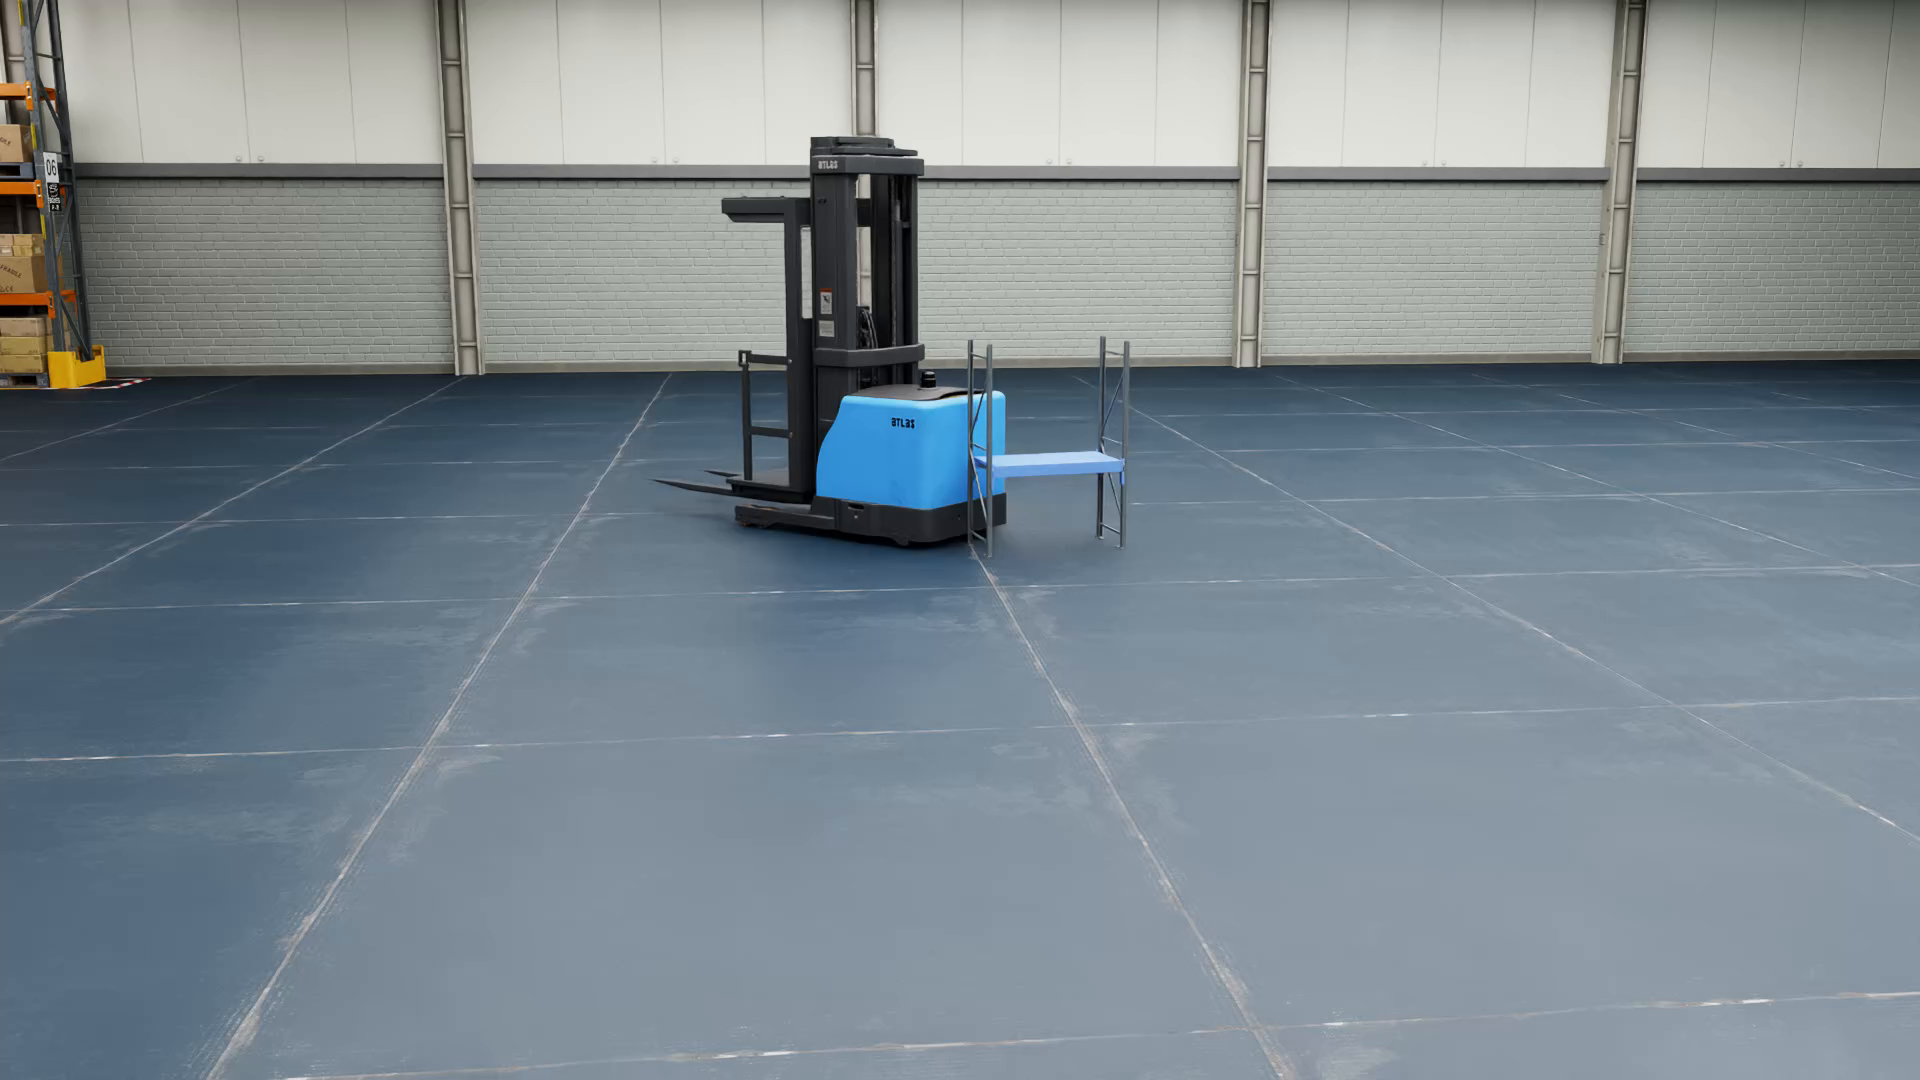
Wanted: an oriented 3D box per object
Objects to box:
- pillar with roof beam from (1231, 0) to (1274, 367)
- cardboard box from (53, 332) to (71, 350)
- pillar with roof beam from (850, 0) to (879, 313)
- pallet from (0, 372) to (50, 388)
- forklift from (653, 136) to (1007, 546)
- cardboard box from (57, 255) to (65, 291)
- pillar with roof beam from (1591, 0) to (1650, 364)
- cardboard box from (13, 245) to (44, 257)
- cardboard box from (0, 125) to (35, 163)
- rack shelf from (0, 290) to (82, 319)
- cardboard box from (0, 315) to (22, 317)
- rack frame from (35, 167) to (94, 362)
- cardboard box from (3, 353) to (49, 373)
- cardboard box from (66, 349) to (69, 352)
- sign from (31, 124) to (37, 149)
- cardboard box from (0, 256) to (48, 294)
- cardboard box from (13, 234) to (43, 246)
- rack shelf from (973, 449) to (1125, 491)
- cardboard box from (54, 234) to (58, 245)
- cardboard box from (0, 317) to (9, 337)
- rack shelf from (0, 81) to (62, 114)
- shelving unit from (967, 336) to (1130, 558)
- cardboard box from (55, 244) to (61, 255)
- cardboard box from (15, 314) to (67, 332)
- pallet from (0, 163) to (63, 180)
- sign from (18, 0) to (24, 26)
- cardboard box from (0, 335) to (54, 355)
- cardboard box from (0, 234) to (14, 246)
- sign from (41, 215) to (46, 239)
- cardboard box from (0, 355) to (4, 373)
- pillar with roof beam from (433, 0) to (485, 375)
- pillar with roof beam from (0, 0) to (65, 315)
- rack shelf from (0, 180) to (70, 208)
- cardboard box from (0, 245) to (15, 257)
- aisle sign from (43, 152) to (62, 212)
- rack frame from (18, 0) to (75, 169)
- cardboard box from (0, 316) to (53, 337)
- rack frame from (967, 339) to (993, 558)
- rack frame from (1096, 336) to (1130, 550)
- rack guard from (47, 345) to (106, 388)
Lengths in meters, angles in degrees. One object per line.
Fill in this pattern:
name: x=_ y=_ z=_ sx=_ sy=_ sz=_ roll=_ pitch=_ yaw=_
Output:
pillar with roof beam: x=5.002 y=-6.346 z=21.320 sx=0.400 sy=9.000 sz=9.100 roll=-1 pitch=11 yaw=-6
cardboard box: x=-13.058 y=-2.827 z=23.715 sx=0.500 sy=0.250 sz=0.500 roll=-1 pitch=11 yaw=-5
pillar with roof beam: x=-0.963 y=-6.221 z=20.685 sx=0.400 sy=9.000 sz=9.100 roll=-1 pitch=11 yaw=-6
pallet: x=-13.323 y=-2.303 z=23.533 sx=1.213 sy=0.211 sz=1.003 roll=-1 pitch=11 yaw=-6
forklift: x=-1.131 y=-1.596 z=12.890 sx=3.031 sy=2.935 sz=1.130 roll=8 pitch=14 yaw=36
cardboard box: x=-13.090 y=-3.787 z=23.595 sx=0.500 sy=0.500 sz=0.500 roll=-1 pitch=11 yaw=-4
pillar with roof beam: x=10.967 y=-6.471 z=21.956 sx=0.400 sy=9.000 sz=9.100 roll=-1 pitch=11 yaw=-6
cardboard box: x=-12.882 y=-4.001 z=23.003 sx=0.250 sy=0.149 sz=0.380 roll=-1 pitch=11 yaw=-5
cardboard box: x=-12.981 y=-5.415 z=22.752 sx=0.500 sy=0.500 sz=0.500 roll=-1 pitch=11 yaw=-4
rack shelf: x=-14.556 y=-3.300 z=23.243 sx=4.000 sy=0.370 sz=1.077 roll=-1 pitch=11 yaw=-6
cardboard box: x=-13.562 y=-3.057 z=23.591 sx=0.500 sy=0.250 sz=0.500 roll=-1 pitch=11 yaw=-6
rack frame: x=-12.568 y=-3.695 z=23.386 sx=0.127 sy=3.000 sz=1.000 roll=-1 pitch=11 yaw=-6
cardboard box: x=-13.001 y=-2.481 z=23.252 sx=0.500 sy=0.250 sz=0.500 roll=-1 pitch=11 yaw=-6
cardboard box: x=-13.077 y=-2.579 z=23.749 sx=0.500 sy=0.250 sz=0.500 roll=-1 pitch=11 yaw=-6
sign: x=-12.523 y=-5.458 z=22.488 sx=0.005 sy=0.325 sz=0.100 roll=-1 pitch=11 yaw=-6
cardboard box: x=-13.029 y=-3.683 z=23.068 sx=0.500 sy=0.500 sz=0.500 roll=-1 pitch=11 yaw=-7
cardboard box: x=-12.901 y=-4.160 z=23.041 sx=0.250 sy=0.149 sz=0.380 roll=-1 pitch=11 yaw=-6
rack shelf: x=0.626 y=-0.508 z=11.995 sx=1.000 sy=0.185 sz=0.538 roll=-3 pitch=12 yaw=-17
cardboard box: x=-12.925 y=-4.242 z=23.458 sx=0.250 sy=0.149 sz=0.380 roll=-1 pitch=11 yaw=-7
cardboard box: x=-13.499 y=-2.961 z=23.101 sx=0.500 sy=0.250 sz=0.500 roll=-1 pitch=11 yaw=-5
rack shelf: x=-14.556 y=-6.047 z=22.703 sx=4.000 sy=0.370 sz=1.077 roll=-1 pitch=11 yaw=-6
shelving unit: x=0.626 y=-0.684 z=11.960 sx=1.048 sy=1.500 sz=0.538 roll=-3 pitch=12 yaw=-17
cardboard box: x=-12.933 y=-4.105 z=23.531 sx=0.250 sy=0.149 sz=0.380 roll=-1 pitch=11 yaw=-8
cardboard box: x=-13.066 y=-3.068 z=23.648 sx=0.500 sy=0.250 sz=0.500 roll=-1 pitch=11 yaw=-7
pallet: x=-13.273 y=-5.113 z=23.055 sx=1.213 sy=0.211 sz=1.003 roll=-1 pitch=11 yaw=-6
sign: x=-12.523 y=-7.031 z=22.178 sx=0.005 sy=0.325 sz=0.100 roll=-1 pitch=11 yaw=-6
cardboard box: x=-13.018 y=-2.727 z=23.206 sx=0.500 sy=0.250 sz=0.500 roll=-1 pitch=11 yaw=-7
cardboard box: x=-13.143 y=-4.149 z=22.985 sx=0.250 sy=0.149 sz=0.380 roll=-1 pitch=11 yaw=-6
sign: x=-12.523 y=-4.275 z=22.720 sx=0.005 sy=0.325 sz=0.100 roll=-1 pitch=11 yaw=-6
cardboard box: x=-13.496 y=-2.473 z=23.209 sx=0.500 sy=0.250 sz=0.500 roll=-1 pitch=11 yaw=-6
pillar with roof beam: x=-6.927 y=-6.096 z=20.049 sx=0.400 sy=9.000 sz=9.100 roll=-1 pitch=11 yaw=-6
pillar with roof beam: x=-12.892 y=-5.971 z=19.413 sx=0.400 sy=9.000 sz=9.100 roll=-1 pitch=11 yaw=-6
rack shelf: x=-14.556 y=-4.772 z=22.954 sx=4.000 sy=0.370 sz=1.077 roll=-1 pitch=11 yaw=-6
cardboard box: x=-13.133 y=-3.990 z=22.947 sx=0.250 sy=0.149 sz=0.380 roll=-1 pitch=11 yaw=-5
aisle sign: x=-12.471 y=-4.915 z=22.855 sx=0.004 sy=0.787 sz=0.394 roll=-1 pitch=11 yaw=-6
rack frame: x=-12.568 y=-6.638 z=22.807 sx=0.127 sy=3.000 sz=1.000 roll=-1 pitch=11 yaw=-6
cardboard box: x=-12.992 y=-2.973 z=23.161 sx=0.500 sy=0.250 sz=0.500 roll=-1 pitch=11 yaw=-4
rack frame: x=0.139 y=-0.656 z=11.815 sx=0.032 sy=1.500 sz=0.500 roll=-3 pitch=12 yaw=-17
rack frame: x=1.112 y=-0.713 z=12.105 sx=0.032 sy=1.500 sz=0.500 roll=-3 pitch=12 yaw=-17
rack guard: x=-12.544 y=-2.469 z=23.629 sx=0.348 sy=0.500 sz=1.175 roll=-1 pitch=11 yaw=-6
